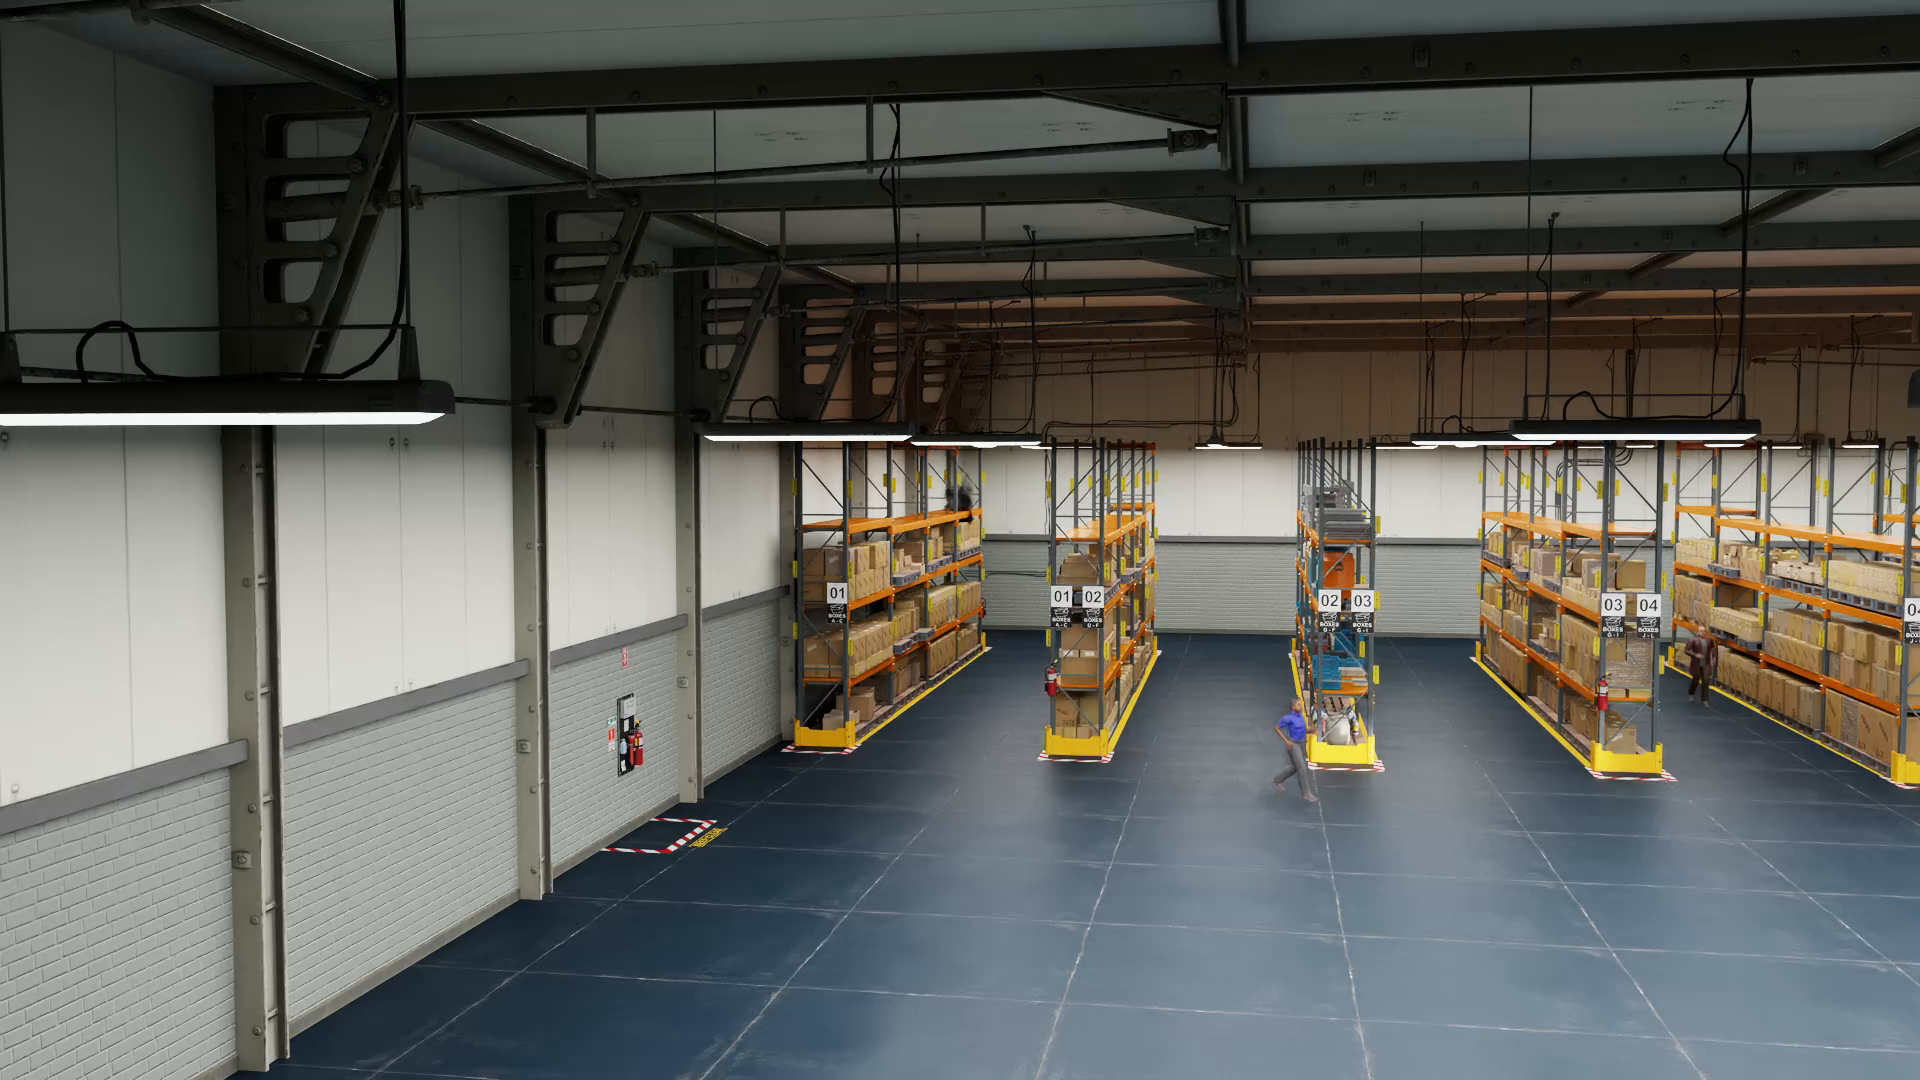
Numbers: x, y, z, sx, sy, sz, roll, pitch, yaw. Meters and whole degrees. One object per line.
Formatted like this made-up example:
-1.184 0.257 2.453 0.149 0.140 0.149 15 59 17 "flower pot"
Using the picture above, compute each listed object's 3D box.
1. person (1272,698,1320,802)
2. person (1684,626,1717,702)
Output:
5.527 3.432 27.356 0.907 1.634 0.576 2 4 40 "person"
16.717 2.834 37.562 0.732 1.591 0.810 0 3 7 "person"
